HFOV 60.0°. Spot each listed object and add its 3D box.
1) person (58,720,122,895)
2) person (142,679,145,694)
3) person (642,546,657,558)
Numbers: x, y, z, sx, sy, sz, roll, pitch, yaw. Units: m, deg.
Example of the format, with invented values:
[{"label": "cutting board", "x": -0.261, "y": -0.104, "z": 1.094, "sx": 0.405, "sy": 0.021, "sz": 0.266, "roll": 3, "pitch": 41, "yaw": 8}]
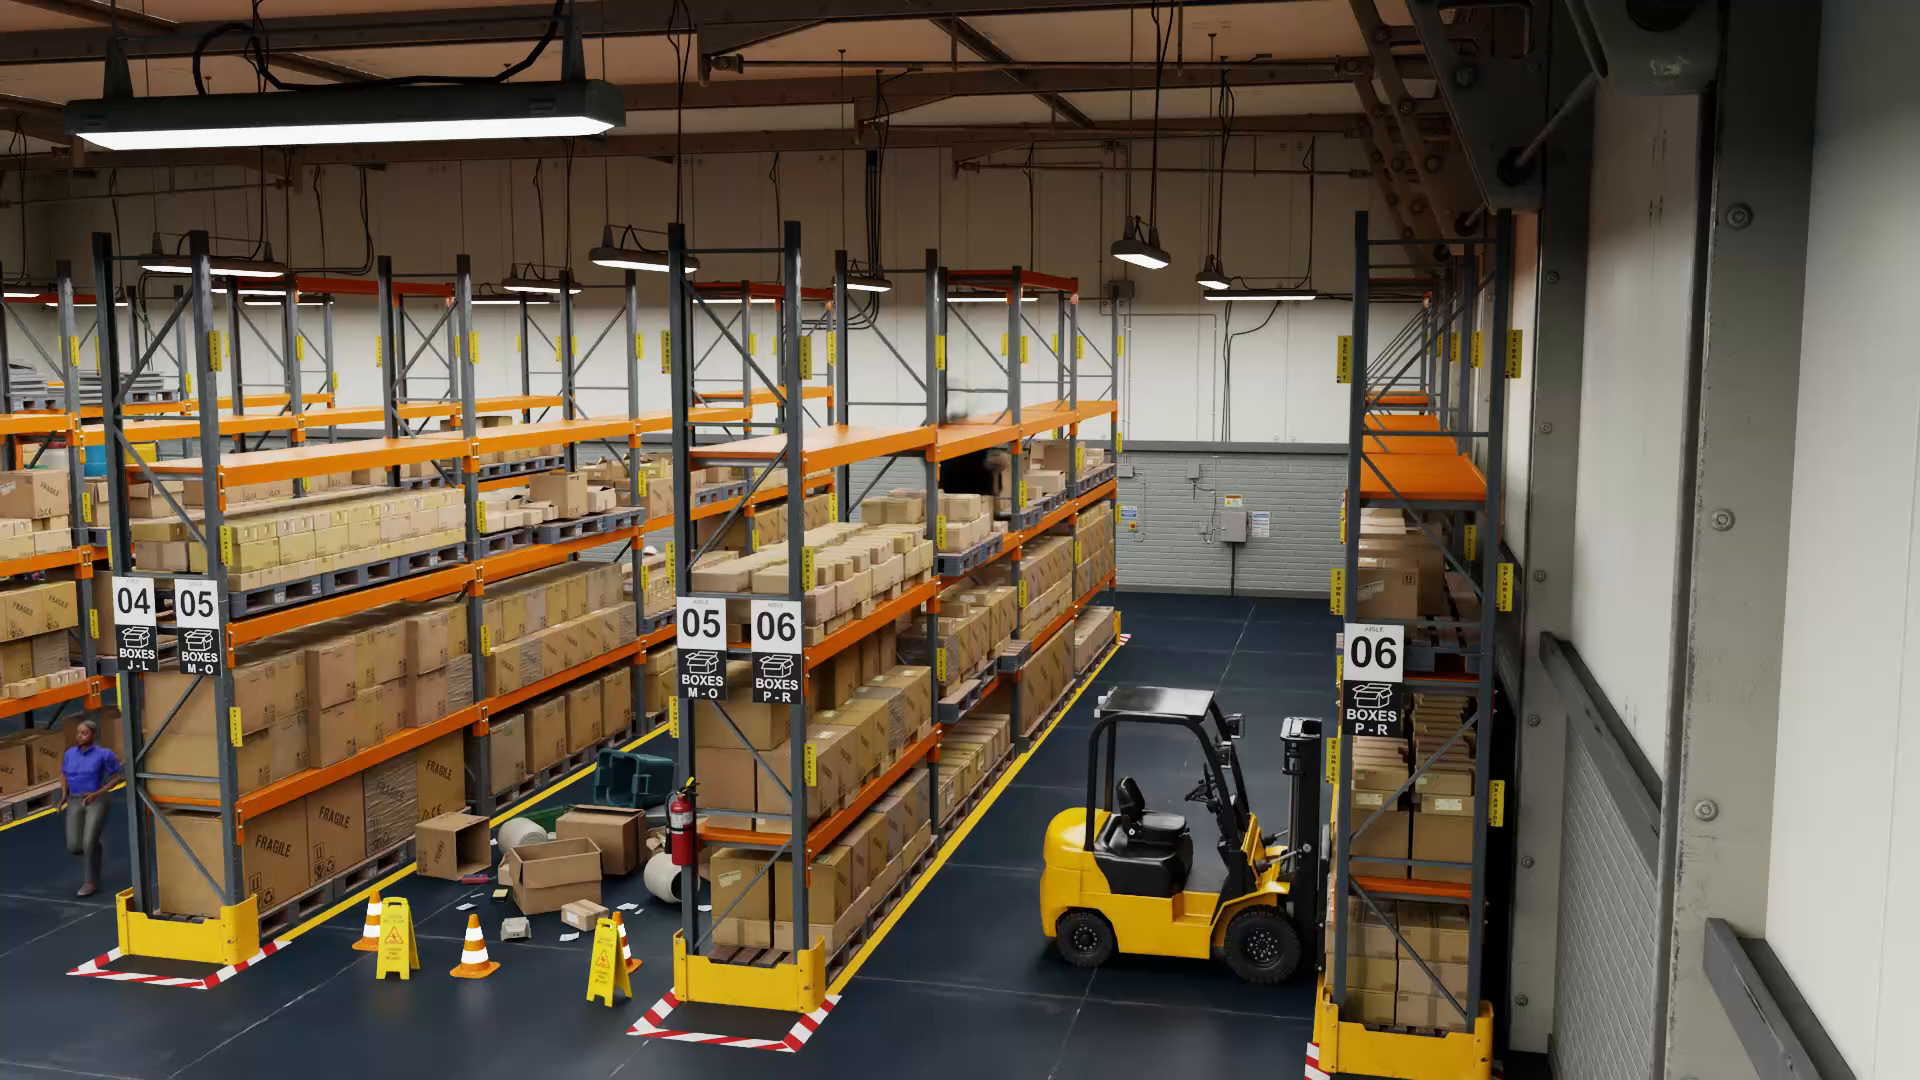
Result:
[{"label": "person", "x": -8.145, "y": 2.478, "z": 15.576, "sx": 0.591, "sy": 1.608, "sz": 0.575, "roll": 0, "pitch": 7, "yaw": -3}, {"label": "person", "x": -11.659, "y": 1.417, "z": 23.957, "sx": 0.572, "sy": 1.714, "sz": 0.783, "roll": 0, "pitch": 7, "yaw": 1}, {"label": "person", "x": -5.098, "y": 0.985, "z": 27.208, "sx": 0.635, "sy": 1.785, "sz": 0.720, "roll": 1, "pitch": 7, "yaw": 11}]
